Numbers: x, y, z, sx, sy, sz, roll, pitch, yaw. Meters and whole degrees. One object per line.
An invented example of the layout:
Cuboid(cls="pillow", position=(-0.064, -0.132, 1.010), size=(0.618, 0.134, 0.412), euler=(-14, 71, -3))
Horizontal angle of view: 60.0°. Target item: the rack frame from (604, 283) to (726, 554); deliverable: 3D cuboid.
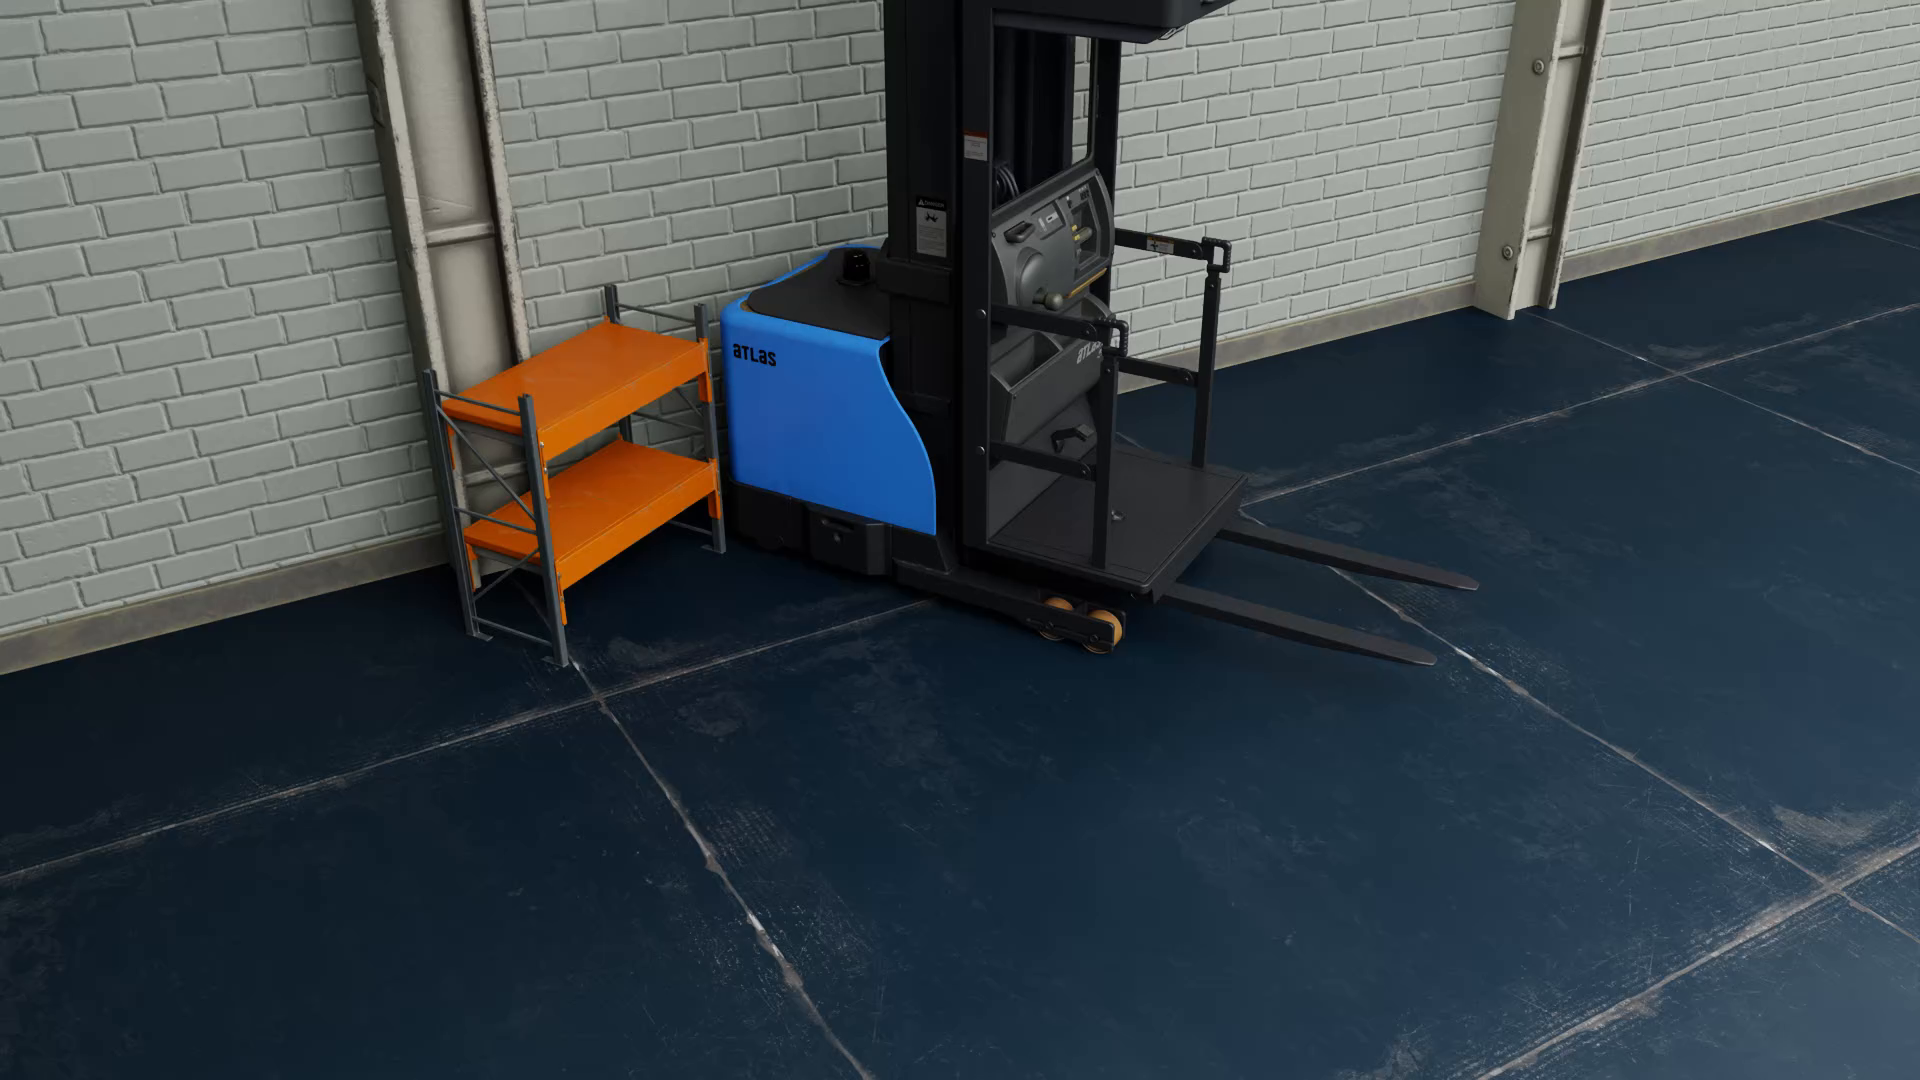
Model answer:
Cuboid(cls="rack frame", position=(-1.233, -0.497, 6.986), size=(0.500, 1.125, 0.032), euler=(15, 32, 25))

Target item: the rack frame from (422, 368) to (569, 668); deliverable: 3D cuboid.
Cuboid(cls="rack frame", position=(-1.727, -0.067, 6.208), size=(0.500, 1.125, 0.032), euler=(15, 32, 25))

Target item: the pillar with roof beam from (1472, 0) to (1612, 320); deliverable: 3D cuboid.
Cuboid(cls="pillar with roof beam", position=(5.413, -3.520, 4.315), size=(0.400, 9.000, 9.100), euler=(-16, 33, -26))

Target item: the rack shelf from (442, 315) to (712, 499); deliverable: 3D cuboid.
Cuboid(cls="rack shelf", position=(-1.480, -0.538, 6.455), size=(0.538, 0.278, 1.000), euler=(15, 32, 25))

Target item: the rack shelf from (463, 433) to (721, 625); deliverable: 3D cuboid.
Cuboid(cls="rack shelf", position=(-1.480, -0.068, 6.715), size=(0.538, 0.278, 1.000), euler=(15, 32, 25))

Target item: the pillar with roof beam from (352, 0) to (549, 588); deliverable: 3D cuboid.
Cuboid(cls="pillar with roof beam", position=(0.240, -2.051, 1.654), size=(0.400, 9.000, 9.100), euler=(-16, 33, -26))

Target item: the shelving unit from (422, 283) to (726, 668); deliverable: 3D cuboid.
Cuboid(cls="shelving unit", position=(-1.480, -0.282, 6.597), size=(0.538, 1.125, 1.048), euler=(15, 32, 25))

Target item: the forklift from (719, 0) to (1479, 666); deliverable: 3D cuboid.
Cuboid(cls="forklift", position=(0.543, -1.136, 6.275), size=(3.031, 2.935, 1.130), euler=(15, 32, 25))
